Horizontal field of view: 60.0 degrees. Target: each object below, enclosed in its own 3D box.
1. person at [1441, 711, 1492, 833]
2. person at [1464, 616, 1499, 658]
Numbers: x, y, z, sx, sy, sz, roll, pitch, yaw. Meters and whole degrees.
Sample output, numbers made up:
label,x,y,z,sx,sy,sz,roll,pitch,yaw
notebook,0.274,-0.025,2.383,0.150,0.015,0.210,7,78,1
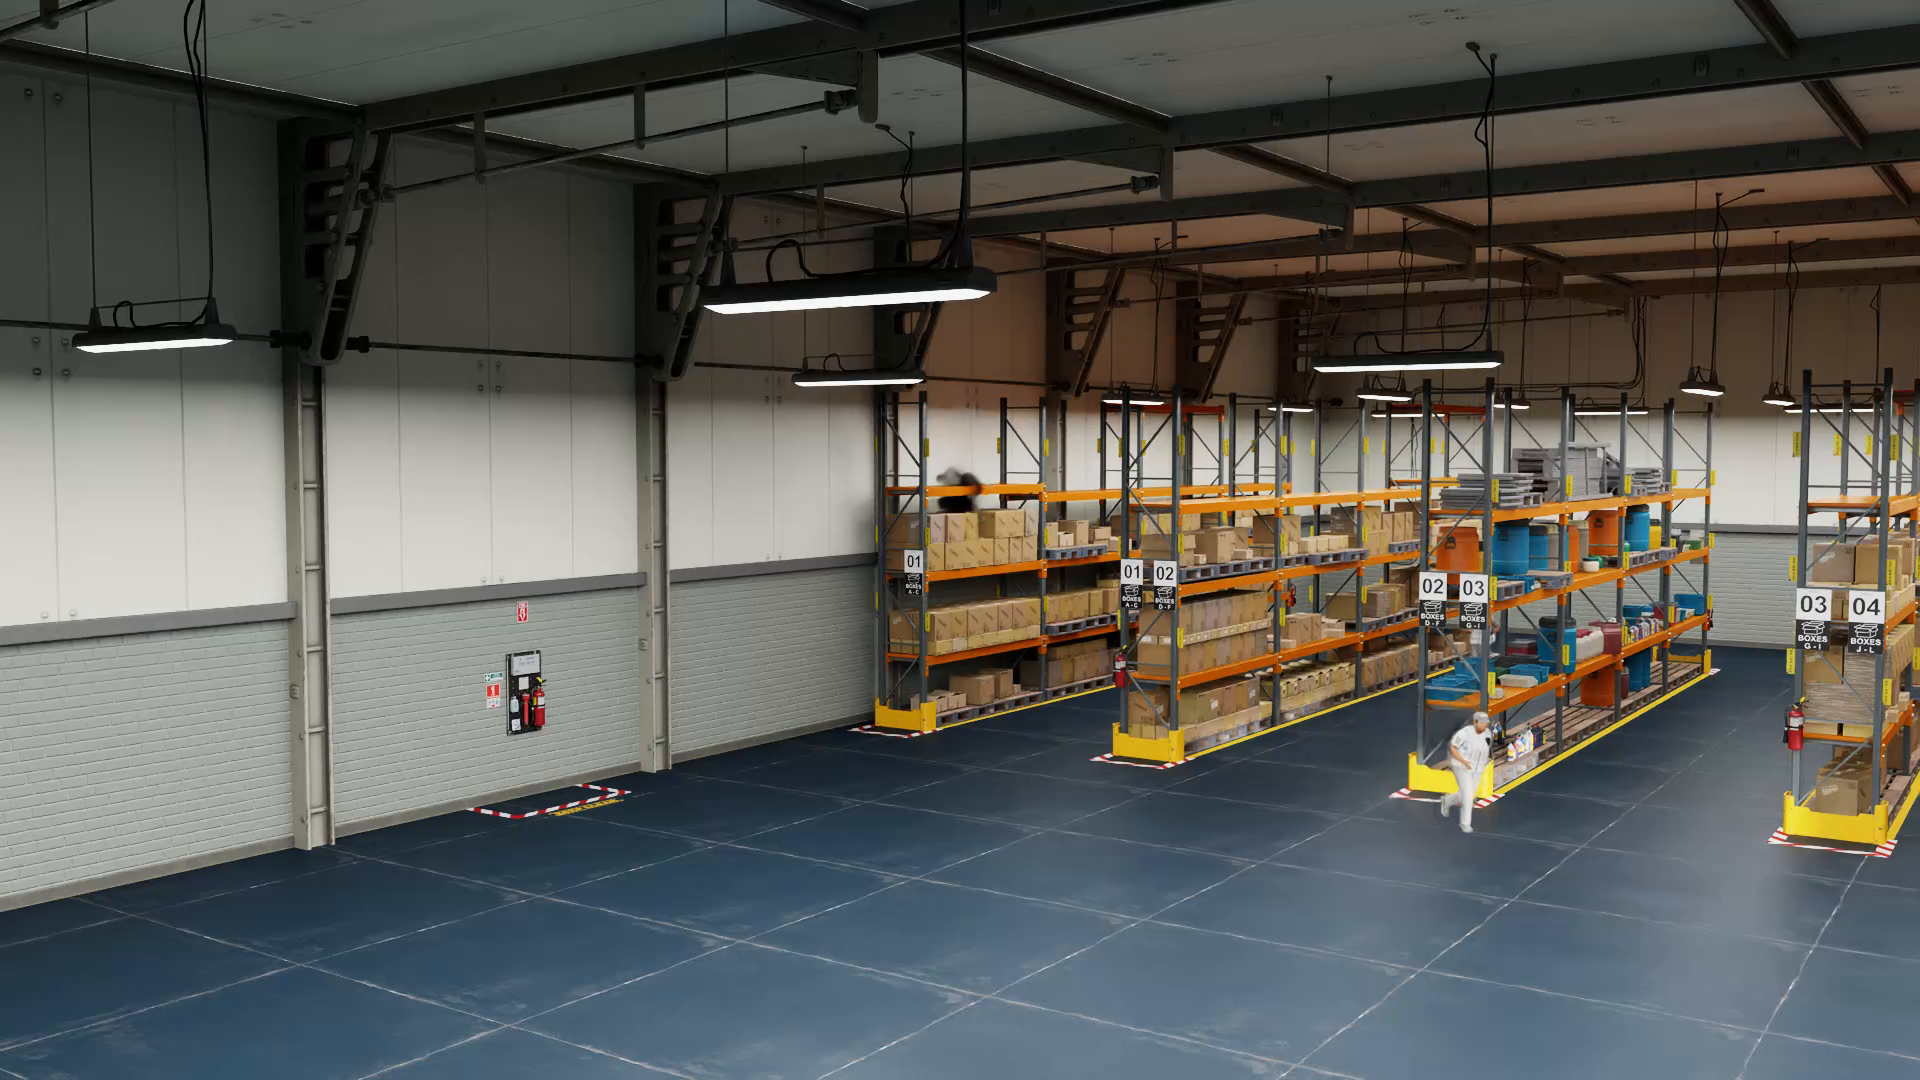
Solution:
label,x,y,z,sx,sy,sz,roll,pitch,yaw
person,6.676,3.020,21.851,0.618,1.618,0.855,-1,3,-17
person,10.776,2.190,34.445,0.659,1.835,0.752,2,4,27
